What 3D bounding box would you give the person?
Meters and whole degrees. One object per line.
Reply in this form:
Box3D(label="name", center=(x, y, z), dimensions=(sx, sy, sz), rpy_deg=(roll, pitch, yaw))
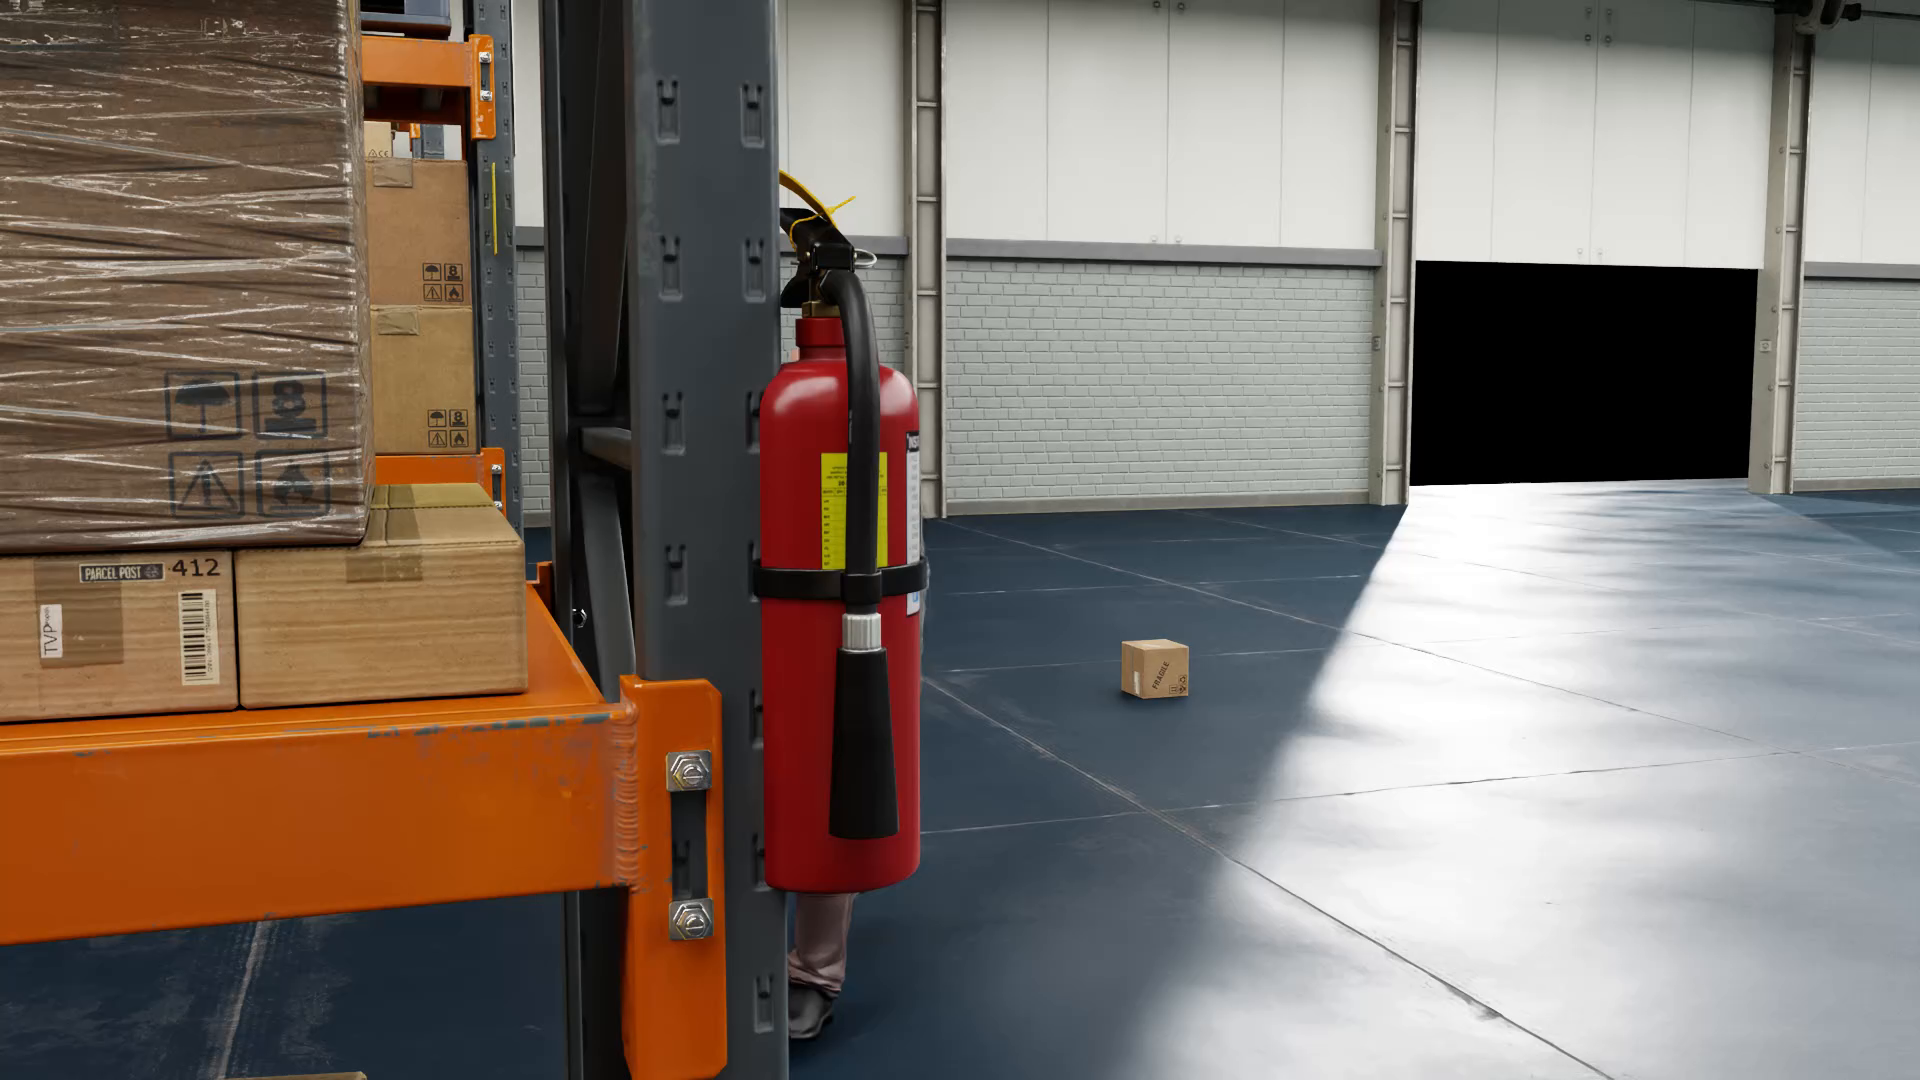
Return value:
Box3D(label="person", center=(-0.375, 0.320, 4.255), dimensions=(0.536, 1.682, 0.971), rpy_deg=(2, 6, 17))
